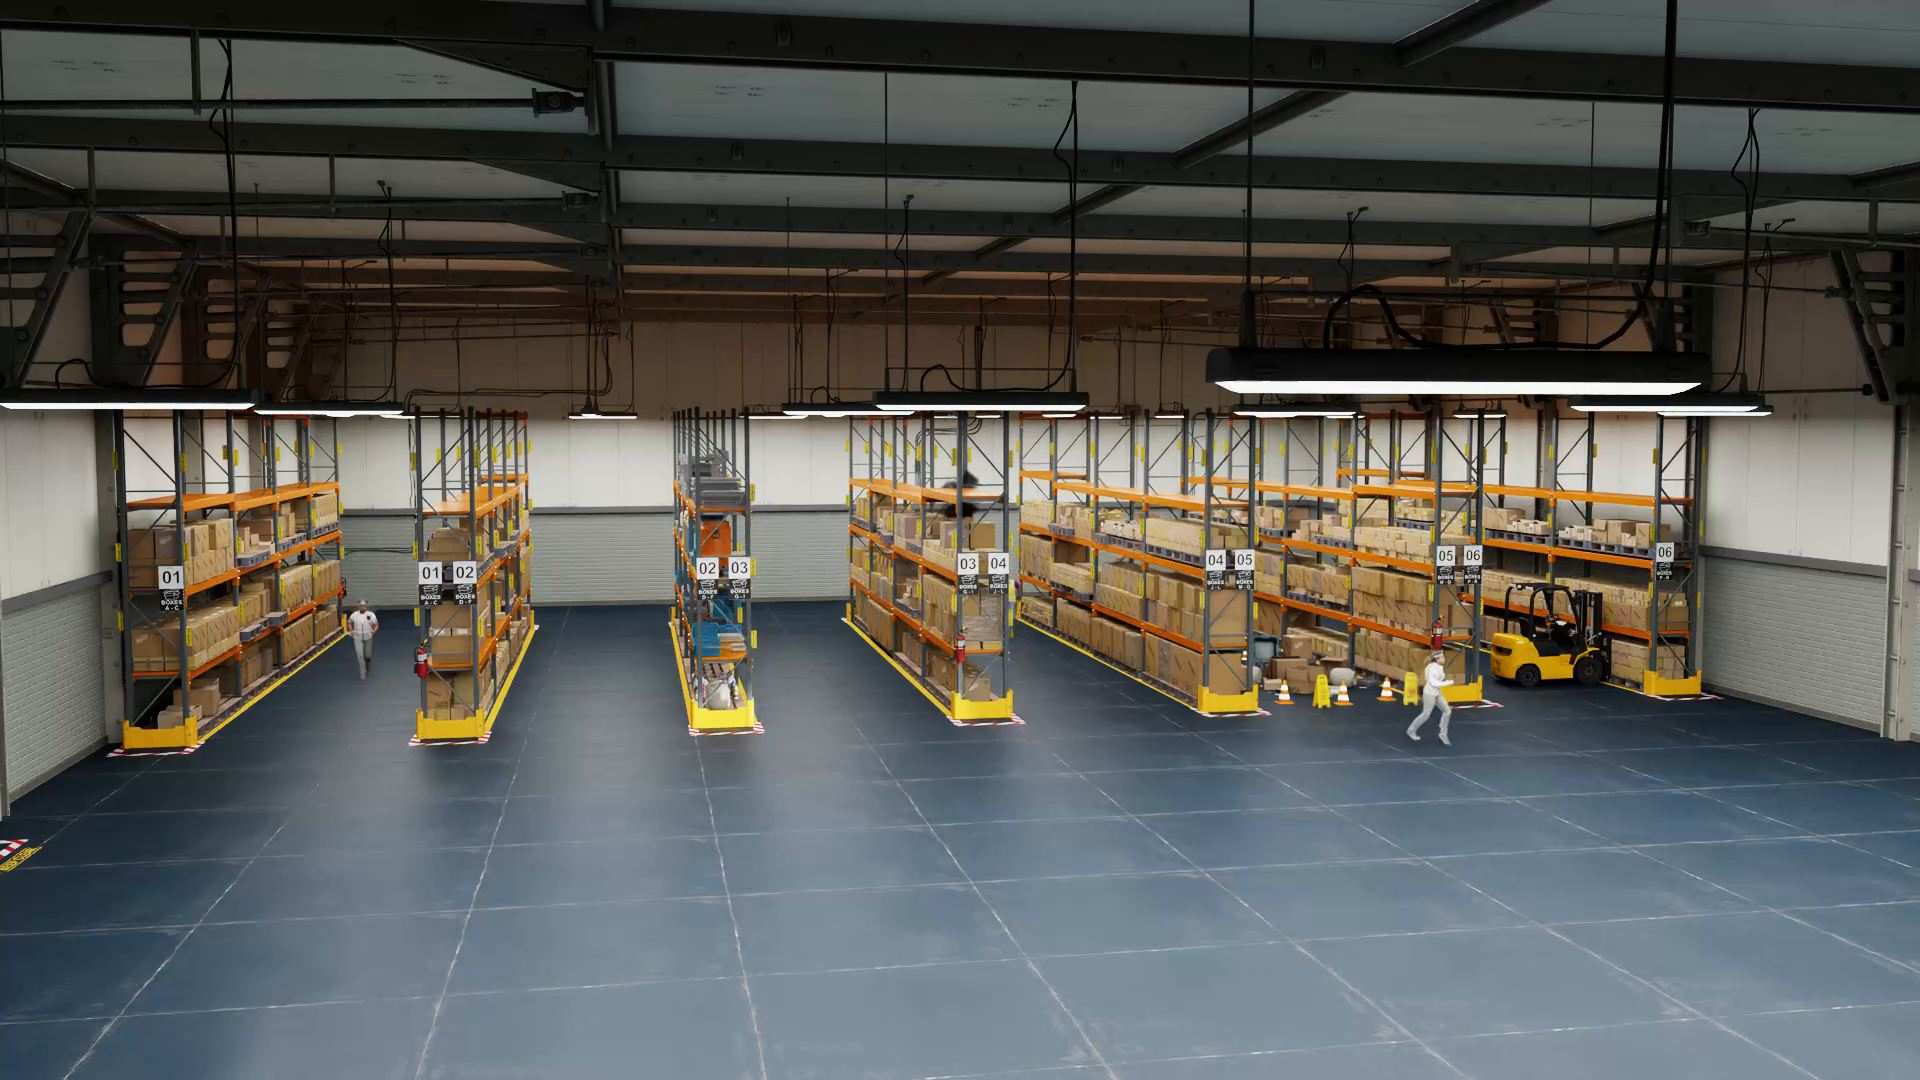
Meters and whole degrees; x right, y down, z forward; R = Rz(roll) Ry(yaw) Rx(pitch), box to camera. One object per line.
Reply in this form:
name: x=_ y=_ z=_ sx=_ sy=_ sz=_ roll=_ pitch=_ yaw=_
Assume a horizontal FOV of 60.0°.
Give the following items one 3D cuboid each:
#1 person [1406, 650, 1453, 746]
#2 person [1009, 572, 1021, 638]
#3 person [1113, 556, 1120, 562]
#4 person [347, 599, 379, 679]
person: x=8.356 y=2.788 z=29.551 sx=0.829 sy=1.728 sz=0.638 roll=2 pitch=5 yaw=30
person: x=1.291 y=1.698 z=44.405 sx=0.704 sy=1.792 sz=0.805 roll=0 pitch=4 yaw=-4
person: x=4.766 y=1.314 z=50.366 sx=0.624 sy=1.679 sz=0.660 roll=-1 pitch=4 yaw=-17
person: x=-13.396 y=2.208 z=37.324 sx=0.663 sy=1.775 sz=0.809 roll=-1 pitch=4 yaw=-19
